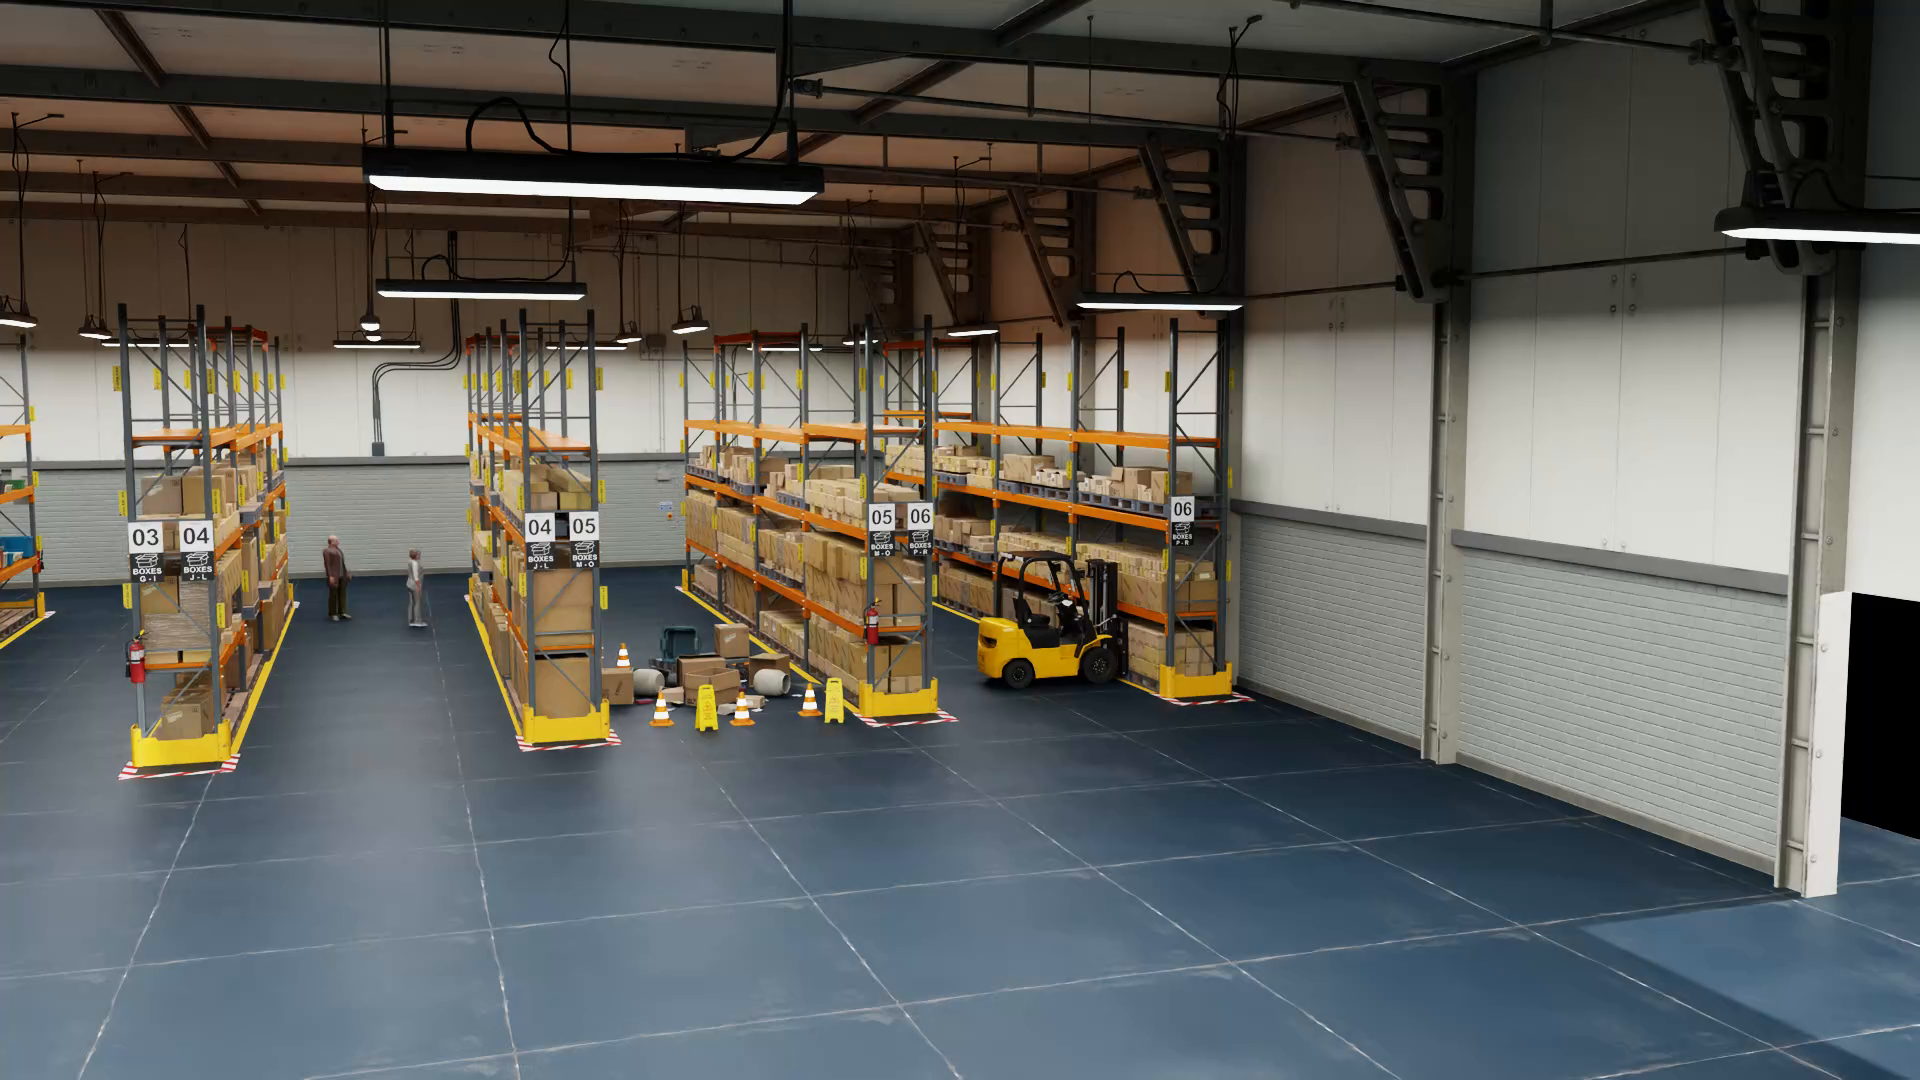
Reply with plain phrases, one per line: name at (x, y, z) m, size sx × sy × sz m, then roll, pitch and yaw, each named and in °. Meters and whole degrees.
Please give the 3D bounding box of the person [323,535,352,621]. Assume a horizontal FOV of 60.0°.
person at (-13.171, 0.800, 35.261) m, size 0.494 × 1.818 × 0.615 m, roll 2°, pitch 6°, yaw 25°

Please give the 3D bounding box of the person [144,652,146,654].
person at (-14.897, 1.261, 30.760) m, size 0.608 × 1.678 × 0.644 m, roll 1°, pitch 6°, yaw 13°

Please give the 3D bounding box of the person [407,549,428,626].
person at (-11.113, 0.970, 34.017) m, size 0.364 × 1.598 × 0.476 m, roll -4°, pitch 7°, yaw -38°
